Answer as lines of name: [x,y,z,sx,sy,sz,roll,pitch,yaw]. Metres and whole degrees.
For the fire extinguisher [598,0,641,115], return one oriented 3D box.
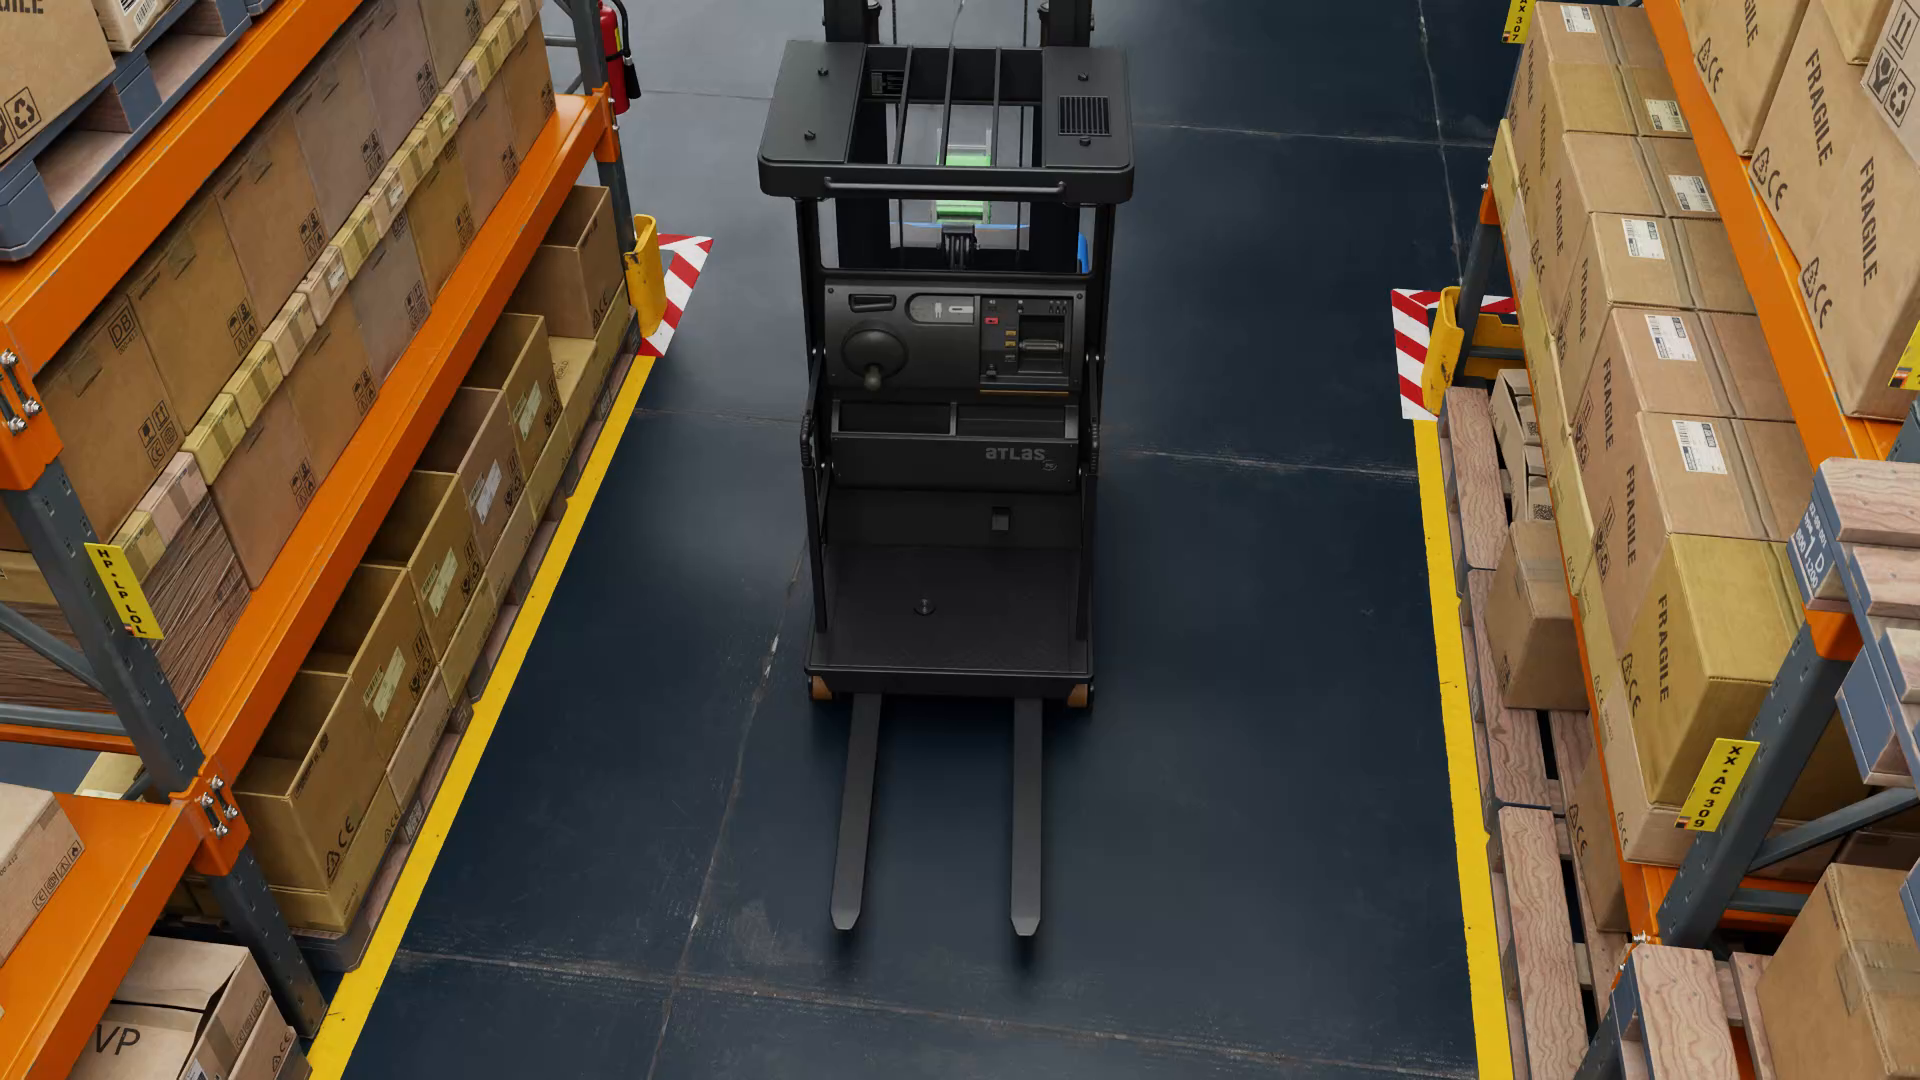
fire extinguisher: [-1.619,-2.257,7.508,0.296,0.674,0.183,5,44,6]

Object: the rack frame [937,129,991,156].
rack frame: [0.019,-1.399,7.855,0.240,1.200,0.015,2,43,2]

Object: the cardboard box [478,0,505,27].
cardboard box: [-2.177,-2.401,6.588,0.700,0.500,0.500,5,44,6]

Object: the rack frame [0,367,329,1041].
rack frame: [-2.624,0.479,4.562,1.000,3.000,0.127,5,44,6]

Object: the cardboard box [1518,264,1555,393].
cardboard box: [2.309,-0.746,5.951,0.500,0.250,0.500,5,44,5]

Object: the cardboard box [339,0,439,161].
cardboard box: [-2.307,-1.699,5.846,0.700,0.500,0.500,5,44,6]

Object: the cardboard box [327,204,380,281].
cardboard box: [-2.195,-1.014,5.595,0.380,0.149,0.250,5,44,5]

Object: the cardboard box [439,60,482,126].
cardboard box: [-2.059,-1.717,6.337,0.380,0.149,0.250,6,44,6]

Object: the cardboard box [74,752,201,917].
cardboard box: [-2.779,0.989,5.718,0.500,0.250,0.500,5,44,6]

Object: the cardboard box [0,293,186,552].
cardboard box: [-2.572,-0.331,4.402,0.700,0.500,0.500,5,44,6]

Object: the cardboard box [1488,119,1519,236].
cardboard box: [2.436,-1.448,6.692,0.500,0.250,0.500,4,44,4]

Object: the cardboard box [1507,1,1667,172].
cardboard box: [2.454,-1.726,6.440,0.500,0.500,0.500,5,44,6]

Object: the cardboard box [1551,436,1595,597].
cardboard box: [2.174,-0.059,5.225,0.500,0.250,0.500,5,44,5]

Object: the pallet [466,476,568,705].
pallet: [-2.319,0.120,6.970,1.003,0.211,1.213,5,44,6]

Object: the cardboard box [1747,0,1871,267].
cardboard box: [2.188,-0.916,3.767,0.500,0.500,0.500,2,43,2]

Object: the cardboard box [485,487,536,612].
cardboard box: [-2.060,0.015,6.747,0.500,0.250,0.500,5,44,6]

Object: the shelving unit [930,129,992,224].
shelving unit: [0.009,-1.232,7.678,0.258,1.200,0.503,2,43,2]

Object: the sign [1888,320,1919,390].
sign: [1.748,-0.394,2.927,0.100,0.325,0.005,5,44,6]

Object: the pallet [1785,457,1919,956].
pallet: [2.100,0.317,2.688,1.213,0.211,1.003,5,44,6]

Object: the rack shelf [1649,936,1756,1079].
rack shelf: [2.022,2.551,2.897,1.077,0.370,4.000,5,44,6]

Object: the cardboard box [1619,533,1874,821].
cardboard box: [2.043,0.352,4.246,0.500,0.500,0.500,5,44,5]

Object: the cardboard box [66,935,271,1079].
cardboard box: [-2.393,1.424,4.851,0.500,0.311,0.500,5,44,6]

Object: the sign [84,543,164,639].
sign: [-2.085,0.130,4.146,0.100,0.325,0.005,5,44,6]

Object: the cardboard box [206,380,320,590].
cardboard box: [-2.508,-0.220,5.228,0.700,0.500,0.500,5,44,5]

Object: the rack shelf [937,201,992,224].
rack shelf: [0.009,-1.360,7.557,0.258,0.148,0.480,2,43,2]

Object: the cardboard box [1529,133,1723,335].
cardboard box: [2.305,-1.039,5.714,0.500,0.500,0.500,4,44,4]

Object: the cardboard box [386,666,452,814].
cardboard box: [-2.191,0.697,6.027,0.500,0.250,0.500,5,44,6]

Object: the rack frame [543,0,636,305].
rack frame: [-2.095,-2.247,7.441,1.000,3.000,0.127,5,44,6]

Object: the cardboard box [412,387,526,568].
cardboard box: [-2.056,-0.257,6.489,0.500,0.500,0.500,5,44,6]

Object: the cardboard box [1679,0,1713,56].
cardboard box: [2.303,-1.643,4.534,0.500,0.500,0.500,8,44,8]

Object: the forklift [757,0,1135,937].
forklift: [-0.025,-0.634,5.788,1.130,2.935,3.031,2,43,2]

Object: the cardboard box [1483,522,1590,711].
cardboard box: [2.413,0.296,6.254,0.700,0.500,0.500,3,44,3]

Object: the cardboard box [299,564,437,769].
cardboard box: [-2.194,0.424,5.770,0.500,0.500,0.500,5,44,6]

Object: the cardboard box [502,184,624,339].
cardboard box: [-1.871,-1.281,7.570,0.500,0.500,0.500,5,44,6]

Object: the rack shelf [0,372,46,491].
rack shelf: [-2.888,1.014,2.339,1.077,0.370,4.000,5,44,6]

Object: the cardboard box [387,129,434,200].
cardboard box: [-2.127,-1.358,5.958,0.380,0.149,0.250,6,44,7]

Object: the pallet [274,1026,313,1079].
pallet: [-2.683,1.998,4.987,1.003,0.211,1.213,5,44,6]

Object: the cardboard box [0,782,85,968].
cardboard box: [-2.646,0.873,4.255,0.500,0.250,0.500,8,44,8]

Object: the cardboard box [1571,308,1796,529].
cardboard box: [2.180,-0.331,4.967,0.500,0.500,0.500,4,44,4]

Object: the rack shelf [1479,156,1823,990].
rack shelf: [2.551,-0.175,5.776,1.077,0.370,4.000,5,44,6]

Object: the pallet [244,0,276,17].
pallet: [-2.373,-1.990,5.053,1.003,0.211,1.213,5,44,6]

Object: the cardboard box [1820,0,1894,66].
cardboard box: [2.147,-1.311,3.457,0.500,0.500,0.500,7,44,8]

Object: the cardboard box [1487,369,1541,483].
cardboard box: [2.635,-0.519,7.252,0.500,0.311,0.500,1,43,1]

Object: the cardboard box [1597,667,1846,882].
cardboard box: [2.049,0.624,4.504,0.500,0.250,0.500,5,44,6]

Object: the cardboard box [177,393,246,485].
cardboard box: [-2.331,-0.305,4.846,0.380,0.149,0.250,4,44,4]

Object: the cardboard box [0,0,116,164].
cardboard box: [-2.296,-1.169,3.641,0.500,0.500,0.500,9,44,9]

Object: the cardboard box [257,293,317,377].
cardboard box: [-2.263,-0.654,5.215,0.380,0.149,0.250,4,44,4]

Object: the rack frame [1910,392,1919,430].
rack frame: [2.287,-1.251,2.027,1.000,3.000,0.127,5,44,6]

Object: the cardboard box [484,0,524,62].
cardboard box: [-1.990,-2.062,6.702,0.380,0.149,0.250,6,44,7]

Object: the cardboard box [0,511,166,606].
cardboard box: [-2.396,0.042,4.480,0.380,0.149,0.250,5,44,5]

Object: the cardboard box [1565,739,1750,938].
cardboard box: [2.384,0.964,5.548,0.500,0.500,0.500,2,43,2]

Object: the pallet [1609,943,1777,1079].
pallet: [2.041,1.504,3.619,1.003,0.211,1.213,5,44,6]

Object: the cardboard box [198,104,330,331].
cardboard box: [-2.439,-1.017,5.126,0.700,0.500,0.500,5,44,5]

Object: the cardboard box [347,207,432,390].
cardboard box: [-2.372,-0.911,5.957,0.700,0.500,0.500,6,44,7]

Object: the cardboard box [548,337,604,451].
cardboard box: [-1.927,-0.667,7.467,0.500,0.250,0.500,5,44,6]

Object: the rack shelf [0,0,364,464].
rack shelf: [-2.360,-1.712,5.218,1.077,0.370,4.000,5,44,6]

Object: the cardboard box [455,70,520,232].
cardboard box: [-2.234,-1.608,6.694,0.700,0.500,0.500,6,44,7]

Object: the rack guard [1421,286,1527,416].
rack guard: [2.805,-0.840,7.773,1.175,0.500,0.348,5,44,6]
